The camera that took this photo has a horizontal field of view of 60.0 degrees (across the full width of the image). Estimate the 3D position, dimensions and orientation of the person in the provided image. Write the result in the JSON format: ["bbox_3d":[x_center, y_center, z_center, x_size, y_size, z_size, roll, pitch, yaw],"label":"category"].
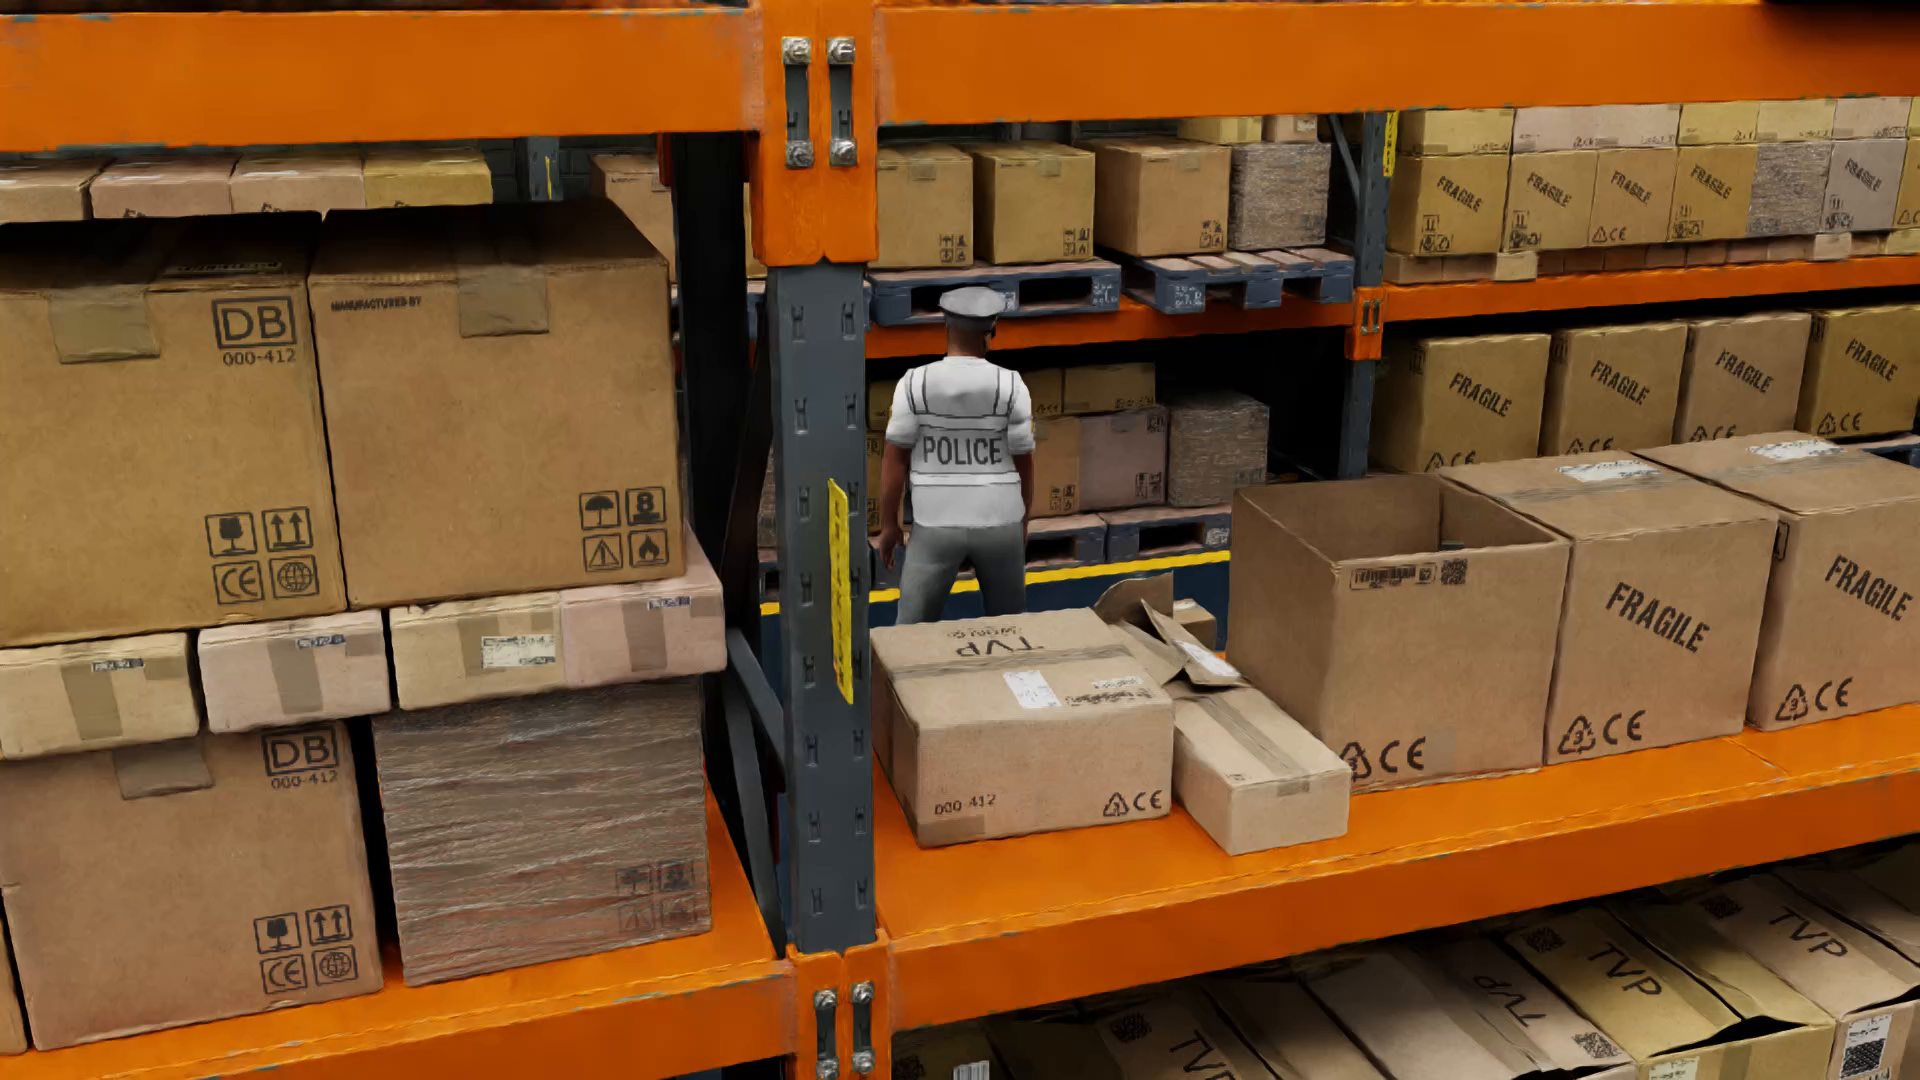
[{"bbox_3d":[-0.018,-0.055,6.244,0.618,1.752,0.623,-1,19,-2],"label":"person"}]
